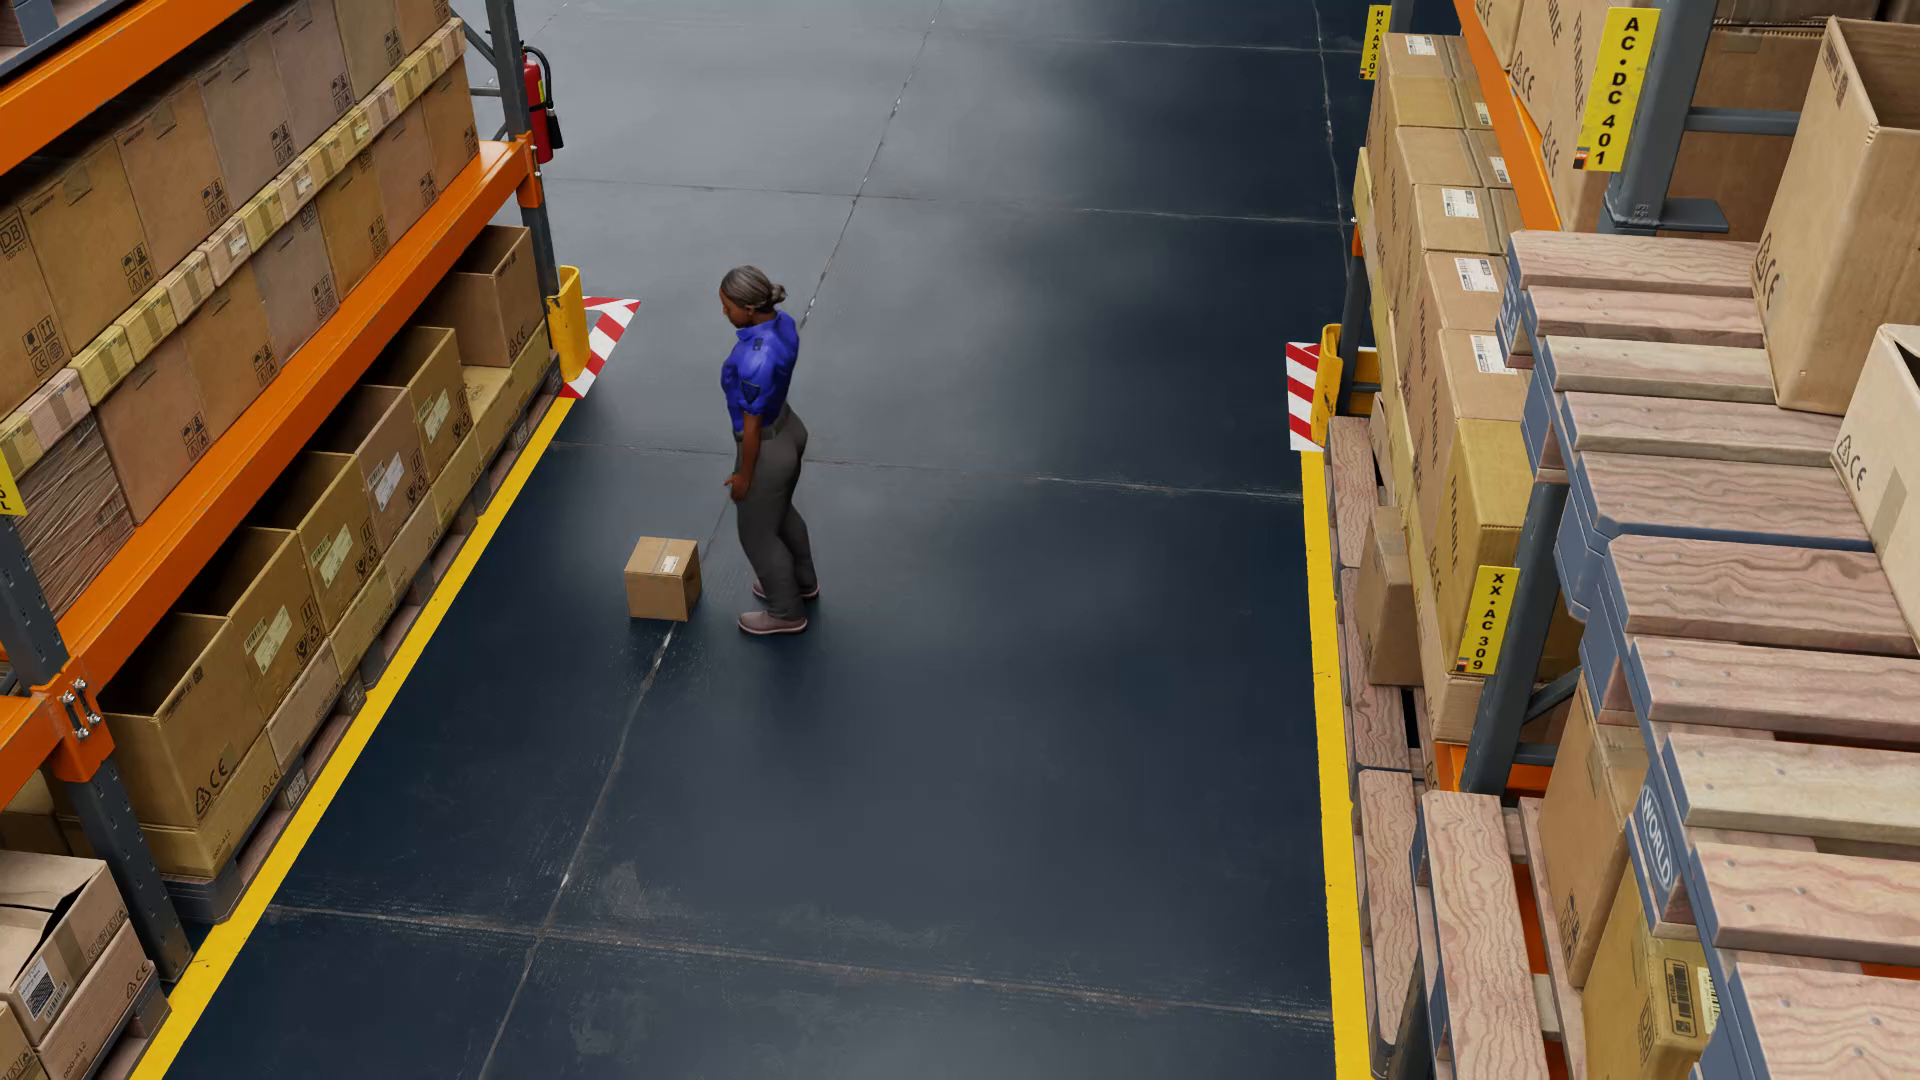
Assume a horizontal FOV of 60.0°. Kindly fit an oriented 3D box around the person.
[{"bbox_3d":[-0.778,-0.344,6.632,0.300,1.653,0.440,5,37,7],"label":"person"}]
